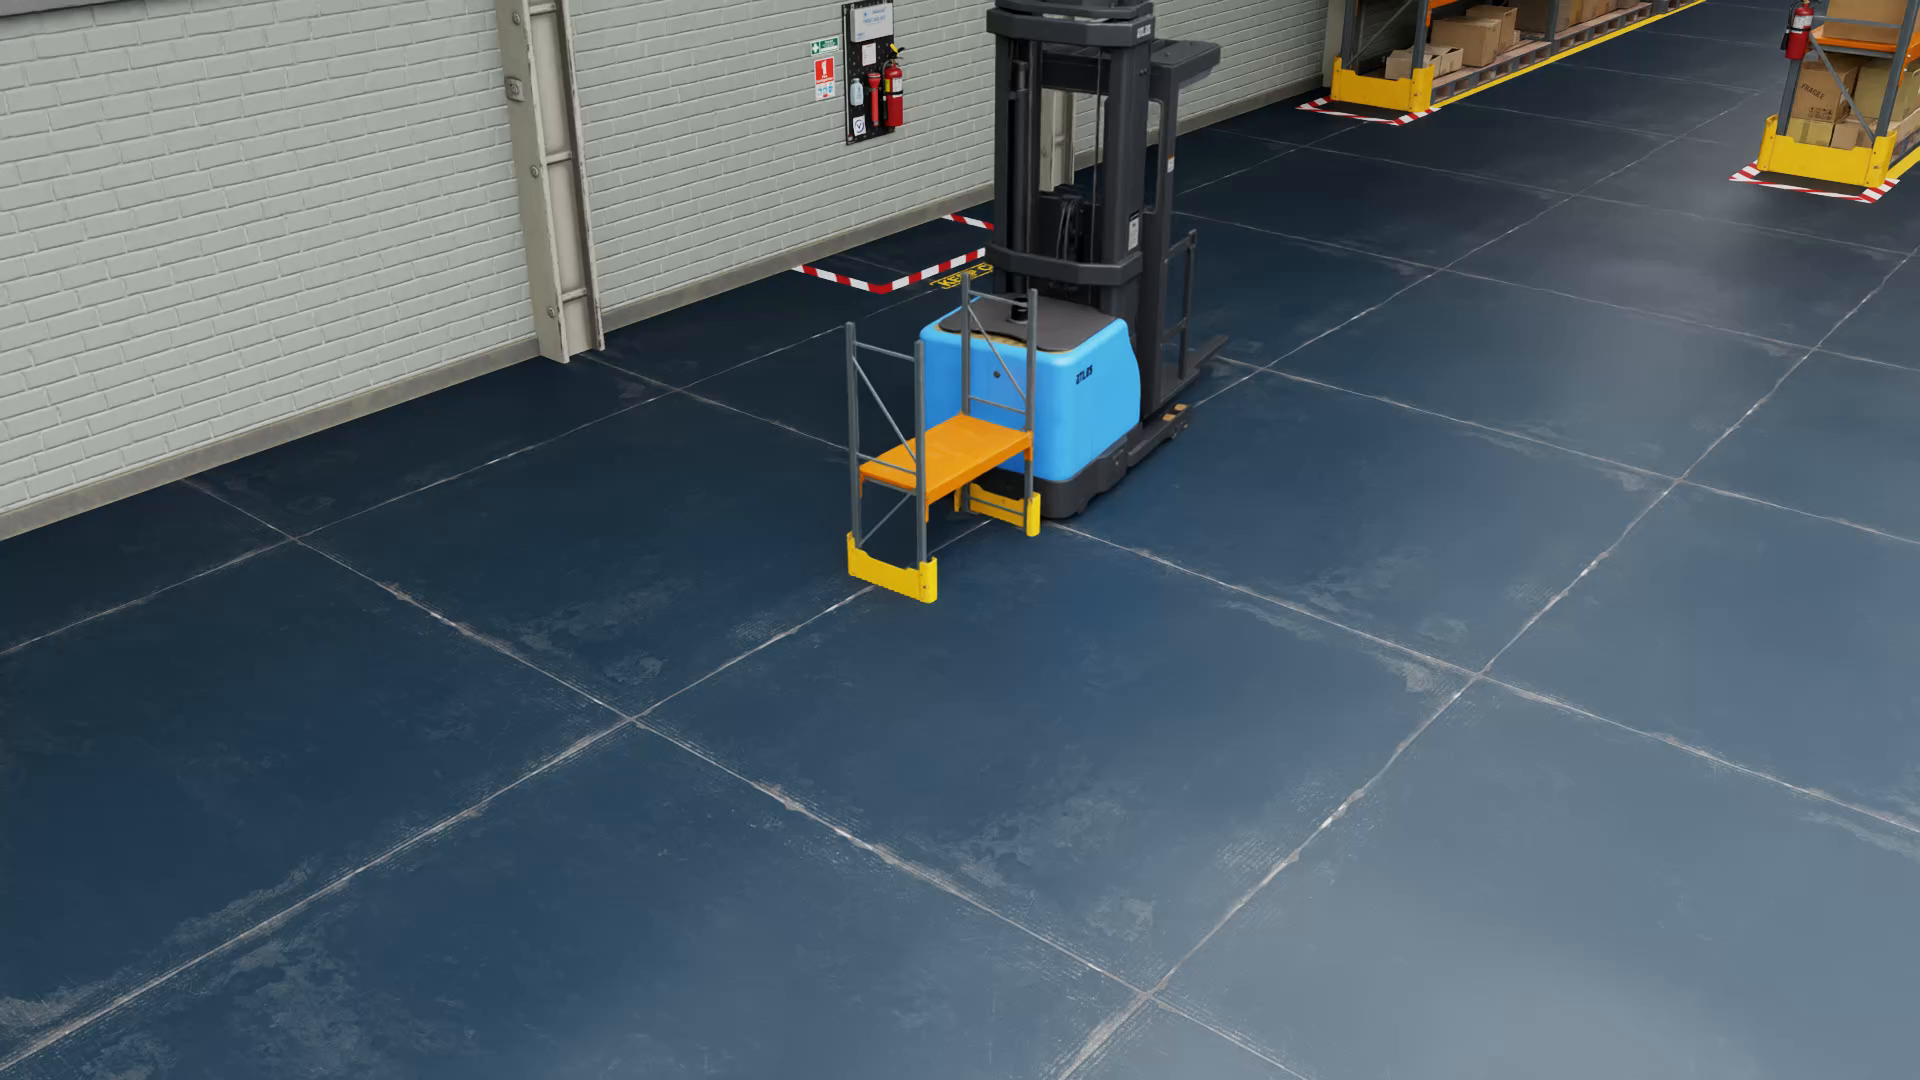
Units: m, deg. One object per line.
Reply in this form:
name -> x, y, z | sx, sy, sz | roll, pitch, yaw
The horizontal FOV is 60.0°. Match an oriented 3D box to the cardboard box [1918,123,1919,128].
cardboard box -> 10.233, -4.678, 18.064 | 0.500, 0.250, 0.500 | 21, 34, 34

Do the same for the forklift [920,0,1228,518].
forklift -> 0.916, -2.070, 10.561 | 1.130, 2.935, 3.031 | 15, 31, 26

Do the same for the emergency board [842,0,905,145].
emergency board -> -0.700, -4.011, 14.240 | 0.194, 1.169, 0.643 | 21, 34, 34

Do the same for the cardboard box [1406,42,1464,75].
cardboard box -> 5.812, -5.925, 20.386 | 0.500, 0.311, 0.500 | 24, 36, 38

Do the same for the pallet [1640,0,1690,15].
pallet -> 10.588, -8.358, 25.677 | 1.003, 0.211, 1.213 | 21, 34, 34

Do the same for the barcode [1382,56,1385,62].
barcode -> 5.152, -5.850, 20.232 | 0.001, 0.075, 0.075 | 21, 34, 34

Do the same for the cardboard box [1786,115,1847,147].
cardboard box -> 8.878, -4.298, 17.329 | 0.500, 0.250, 0.500 | 21, 34, 34

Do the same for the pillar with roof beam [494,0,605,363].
pillar with roof beam -> 0.407, -4.155, 7.989 | 9.100, 9.000, 0.400 | 21, 34, 34

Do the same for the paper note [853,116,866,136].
paper note -> -0.866, -3.578, 14.360 | 0.016, 0.148, 0.142 | 21, 34, 34

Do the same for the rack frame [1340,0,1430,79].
rack frame -> 4.940, -6.503, 19.055 | 1.000, 3.000, 0.127 | 21, 34, 34

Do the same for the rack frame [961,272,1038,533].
rack frame -> 0.218, -0.776, 9.617 | 0.500, 1.500, 0.032 | 19, 33, 32

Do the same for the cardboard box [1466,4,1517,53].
cardboard box -> 6.855, -6.626, 21.536 | 0.500, 0.500, 0.500 | 18, 32, 31

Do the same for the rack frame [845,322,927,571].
rack frame -> -0.390, -0.401, 8.893 | 0.500, 1.500, 0.032 | 19, 33, 32

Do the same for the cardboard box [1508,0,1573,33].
cardboard box -> 7.940, -7.272, 22.784 | 0.700, 0.500, 0.500 | 22, 35, 36

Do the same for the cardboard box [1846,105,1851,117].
cardboard box -> 9.187, -4.479, 17.679 | 0.500, 0.250, 0.500 | 21, 34, 34

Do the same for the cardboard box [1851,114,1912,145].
cardboard box -> 9.593, -4.325, 17.381 | 0.500, 0.250, 0.500 | 21, 34, 34

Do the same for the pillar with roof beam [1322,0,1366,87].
pillar with roof beam -> 8.040, -8.410, 16.213 | 9.100, 9.000, 0.400 | 21, 34, 34

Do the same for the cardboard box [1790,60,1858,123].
cardboard box -> 8.876, -4.632, 17.158 | 0.500, 0.500, 0.500 | 21, 34, 34

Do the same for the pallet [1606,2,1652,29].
pallet -> 9.530, -7.824, 24.644 | 1.003, 0.211, 1.213 | 21, 34, 34

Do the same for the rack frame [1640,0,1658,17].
rack frame -> 10.029, -9.339, 24.538 | 1.000, 3.000, 0.127 | 21, 34, 34

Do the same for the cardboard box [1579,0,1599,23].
cardboard box -> 8.585, -7.639, 23.493 | 0.700, 0.500, 0.500 | 21, 34, 35

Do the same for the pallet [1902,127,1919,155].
pallet -> 9.995, -4.532, 18.280 | 1.003, 0.211, 1.213 | 21, 34, 34

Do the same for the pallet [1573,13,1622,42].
pallet -> 8.754, -7.393, 23.812 | 1.003, 0.211, 1.213 | 21, 34, 34

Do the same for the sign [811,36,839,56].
sign -> -1.121, -4.096, 13.787 | 0.001, 0.109, 0.331 | 21, 34, 34

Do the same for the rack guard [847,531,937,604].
rack guard -> -0.378, 0.147, 9.194 | 0.587, 0.250, 0.087 | 19, 33, 32

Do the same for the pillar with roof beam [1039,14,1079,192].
pillar with roof beam -> 4.223, -6.283, 12.101 | 9.100, 9.000, 0.400 | 21, 34, 34

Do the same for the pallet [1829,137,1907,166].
pallet -> 9.219, -4.101, 17.448 | 1.003, 0.211, 1.213 | 21, 34, 34

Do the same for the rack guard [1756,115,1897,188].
rack guard -> 8.750, -3.938, 16.817 | 1.175, 0.500, 0.348 | 21, 34, 34

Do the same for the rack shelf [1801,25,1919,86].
rack shelf -> 10.037, -5.446, 17.795 | 1.077, 0.370, 4.000 | 21, 34, 34

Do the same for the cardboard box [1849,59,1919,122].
cardboard box -> 9.594, -4.658, 17.208 | 0.500, 0.500, 0.500 | 21, 34, 34

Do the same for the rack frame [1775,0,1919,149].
rack frame -> 8.765, -5.056, 16.259 | 1.000, 3.000, 0.127 | 21, 34, 34

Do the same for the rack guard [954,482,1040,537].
rack guard -> 0.217, -0.220, 9.903 | 0.587, 0.250, 0.087 | 19, 33, 32

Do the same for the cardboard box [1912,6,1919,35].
cardboard box -> 9.402, -5.450, 16.912 | 0.700, 0.500, 0.500 | 22, 34, 36

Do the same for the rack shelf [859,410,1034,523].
rack shelf -> -0.086, -0.429, 9.338 | 0.538, 0.185, 1.000 | 19, 33, 32

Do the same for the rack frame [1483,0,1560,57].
rack frame -> 7.484, -7.921, 21.797 | 1.000, 3.000, 0.127 | 21, 34, 34

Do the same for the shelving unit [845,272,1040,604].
shelving unit -> -0.081, -0.592, 9.261 | 0.587, 1.500, 1.083 | 19, 33, 32

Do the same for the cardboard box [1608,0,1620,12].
cardboard box -> 9.193, -8.005, 24.201 | 0.700, 0.500, 0.500 | 21, 34, 34

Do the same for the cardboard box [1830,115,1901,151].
cardboard box -> 9.278, -4.147, 17.036 | 0.500, 0.250, 0.500 | 21, 34, 34

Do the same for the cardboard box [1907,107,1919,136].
cardboard box -> 9.911, -4.502, 17.724 | 0.500, 0.250, 0.500 | 21, 34, 34

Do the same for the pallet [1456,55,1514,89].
pallet -> 6.309, -5.999, 21.117 | 1.003, 0.211, 1.213 | 21, 34, 34

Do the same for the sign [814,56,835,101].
sign -> -1.131, -3.861, 13.911 | 0.001, 0.329, 0.234 | 21, 34, 34

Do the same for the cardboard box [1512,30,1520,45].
cardboard box -> 7.167, -6.659, 21.963 | 0.380, 0.166, 0.250 | 16, 31, 28

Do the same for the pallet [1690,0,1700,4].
pallet -> 11.364, -8.789, 26.509 | 1.003, 0.211, 1.213 | 21, 34, 34

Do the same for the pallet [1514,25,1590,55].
pallet -> 7.978, -6.959, 22.972 | 1.003, 0.211, 1.213 | 21, 34, 34

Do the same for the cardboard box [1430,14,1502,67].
cardboard box -> 6.317, -6.254, 20.817 | 0.700, 0.500, 0.500 | 18, 33, 31

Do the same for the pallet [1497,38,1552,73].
pallet -> 7.084, -6.434, 21.957 | 1.003, 0.211, 1.213 | 21, 34, 34

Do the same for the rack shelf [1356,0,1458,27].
rack shelf -> 6.212, -6.892, 20.591 | 1.077, 0.370, 4.000 | 21, 34, 34

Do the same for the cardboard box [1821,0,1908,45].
cardboard box -> 9.072, -5.262, 16.549 | 0.700, 0.500, 0.500 | 21, 34, 34

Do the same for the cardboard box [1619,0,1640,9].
cardboard box -> 9.611, -8.154, 24.489 | 0.700, 0.500, 0.500 | 21, 34, 35

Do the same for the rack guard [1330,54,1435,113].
rack guard -> 4.988, -5.419, 19.682 | 1.175, 0.500, 0.348 | 21, 34, 34

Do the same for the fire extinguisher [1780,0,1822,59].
fire extinguisher -> 8.331, -5.116, 16.459 | 0.296, 0.674, 0.183 | 21, 34, 34

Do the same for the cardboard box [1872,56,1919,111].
cardboard box -> 9.902, -4.839, 17.558 | 0.500, 0.500, 0.500 | 21, 34, 34

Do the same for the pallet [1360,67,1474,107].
pallet -> 5.532, -5.569, 20.285 | 1.003, 0.211, 1.213 | 21, 34, 34

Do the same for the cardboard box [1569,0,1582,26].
cardboard box -> 8.230, -7.470, 23.166 | 0.700, 0.500, 0.500 | 20, 33, 33

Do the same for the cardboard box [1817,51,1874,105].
cardboard box -> 9.501, -4.991, 17.852 | 0.500, 0.500, 0.500 | 21, 34, 34

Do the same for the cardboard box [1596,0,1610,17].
cardboard box -> 8.899, -7.821, 23.845 | 0.700, 0.500, 0.500 | 21, 34, 34

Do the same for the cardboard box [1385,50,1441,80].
cardboard box -> 5.450, -5.723, 19.995 | 0.500, 0.311, 0.500 | 17, 32, 29
